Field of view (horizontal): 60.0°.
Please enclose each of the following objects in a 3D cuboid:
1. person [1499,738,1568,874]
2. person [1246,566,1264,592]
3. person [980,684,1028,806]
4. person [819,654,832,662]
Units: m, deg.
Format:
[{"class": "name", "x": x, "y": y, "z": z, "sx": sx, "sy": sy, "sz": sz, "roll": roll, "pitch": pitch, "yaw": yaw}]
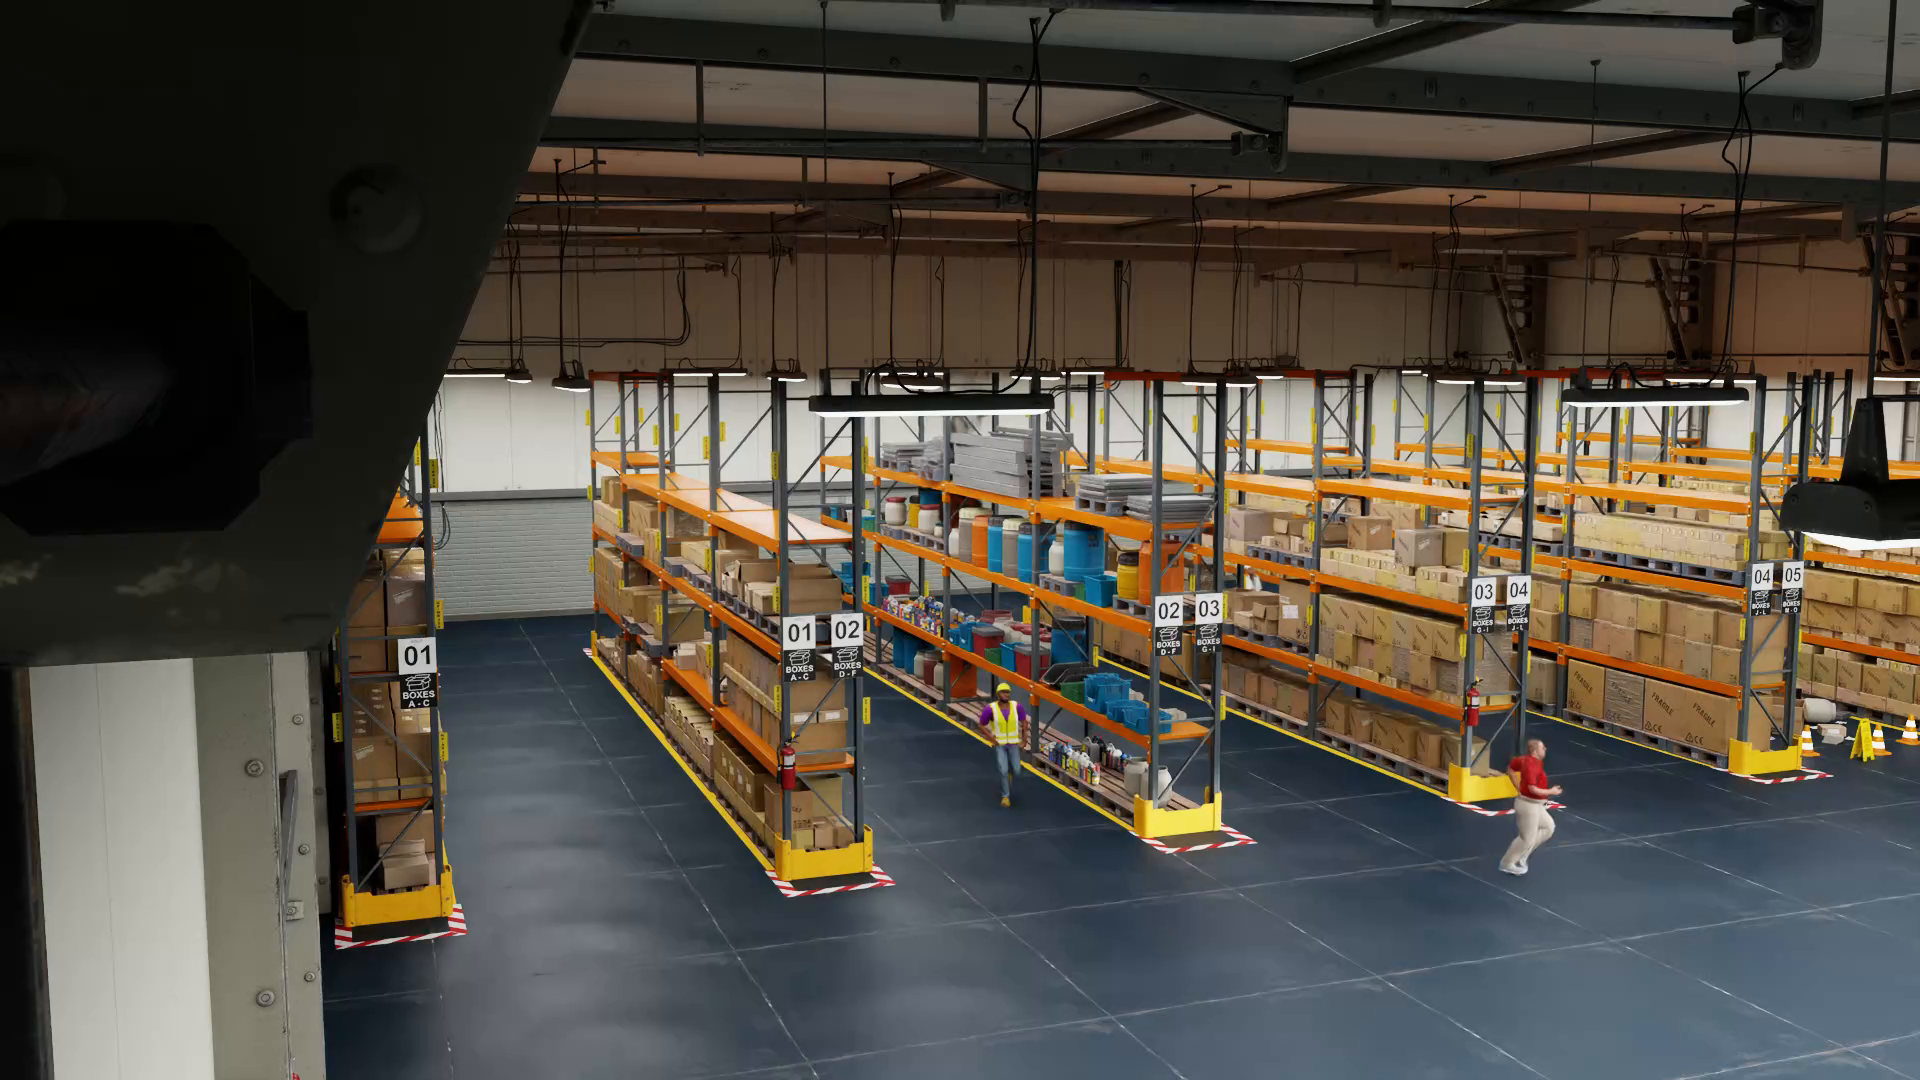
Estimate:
[{"class": "person", "x": 6.947, "y": 3.249, "z": 20.136, "sx": 0.755, "sy": 1.731, "sz": 0.647, "roll": 1, "pitch": 7, "yaw": 12}, {"class": "person", "x": 6.364, "y": 1.390, "z": 36.426, "sx": 0.663, "sy": 1.820, "sz": 0.909, "roll": -2, "pitch": 7, "yaw": -15}, {"class": "person", "x": 0.643, "y": 2.871, "z": 23.515, "sx": 0.727, "sy": 1.703, "sz": 0.614, "roll": -2, "pitch": 7, "yaw": -16}, {"class": "person", "x": -2.192, "y": 2.401, "z": 27.961, "sx": 0.589, "sy": 1.651, "sz": 0.595, "roll": -3, "pitch": 7, "yaw": -28}]
